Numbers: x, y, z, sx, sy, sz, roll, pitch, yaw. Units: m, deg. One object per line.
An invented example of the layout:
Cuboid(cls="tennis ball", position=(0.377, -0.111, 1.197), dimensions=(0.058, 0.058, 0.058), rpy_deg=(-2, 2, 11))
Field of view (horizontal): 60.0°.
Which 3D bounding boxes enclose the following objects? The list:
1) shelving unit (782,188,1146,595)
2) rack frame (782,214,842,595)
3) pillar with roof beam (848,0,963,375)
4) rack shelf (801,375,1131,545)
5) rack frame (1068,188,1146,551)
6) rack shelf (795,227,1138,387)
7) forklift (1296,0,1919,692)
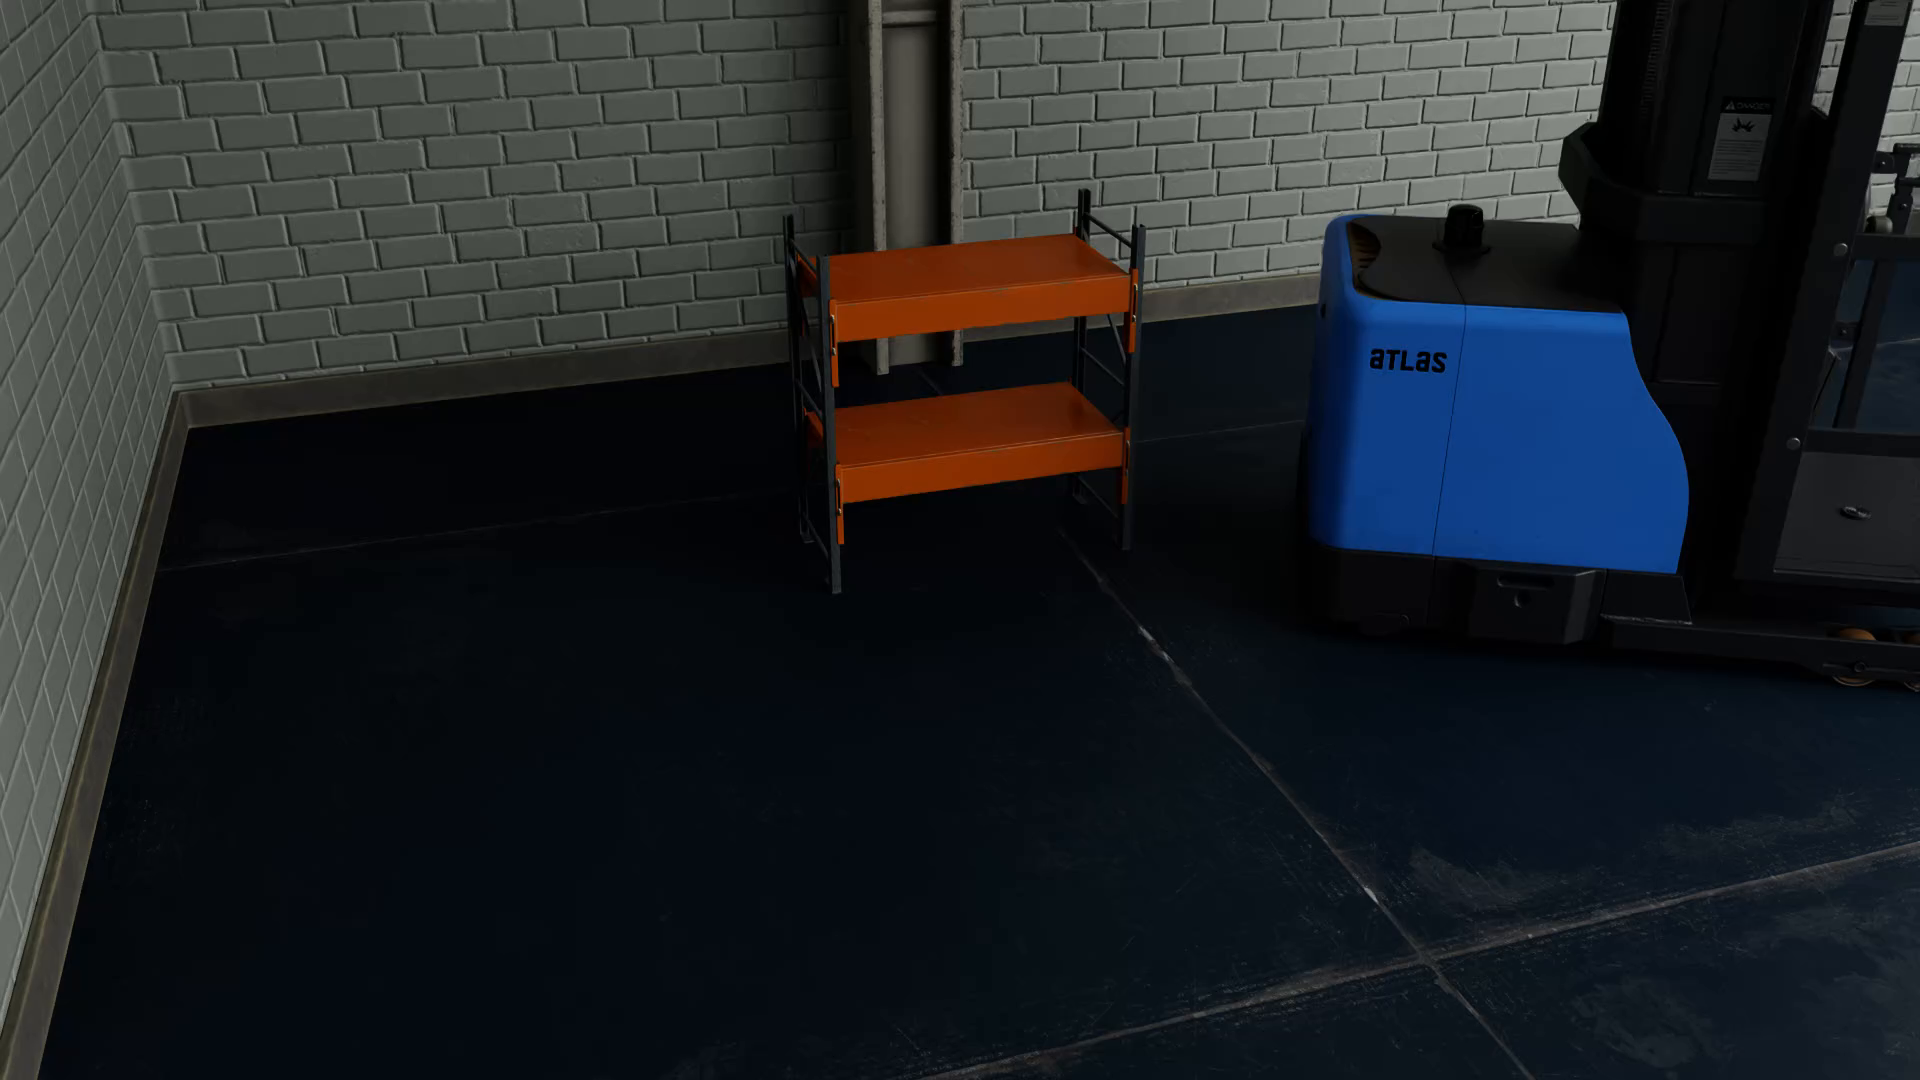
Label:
Cuboid(cls="shelving unit", position=(0.006, -0.505, 5.502), dimensions=(1.048, 1.125, 0.538), rpy_deg=(-8, 28, -16))
Cuboid(cls="rack frame", position=(-0.477, -0.435, 5.361), dimensions=(0.032, 1.125, 0.500), rpy_deg=(-8, 28, -16))
Cuboid(cls="pillar with roof beam", position=(1.111, -3.016, 1.706), dimensions=(0.400, 9.000, 9.100), rpy_deg=(-8, 28, -16))
Cuboid(cls="rack shelf", position=(0.006, -0.286, 5.610), dimensions=(1.000, 0.278, 0.538), rpy_deg=(-8, 28, -16))
Cuboid(cls="rack frame", position=(0.490, -0.575, 5.643), dimensions=(0.032, 1.125, 0.500), rpy_deg=(-8, 28, -16))
Cuboid(cls="rack shelf", position=(0.006, -0.767, 5.372), dimensions=(1.000, 0.278, 0.538), rpy_deg=(-8, 28, -16))
Cuboid(cls="forklift", position=(2.621, -1.124, 4.718), dimensions=(3.031, 2.935, 1.130), rpy_deg=(4, 27, 9))
